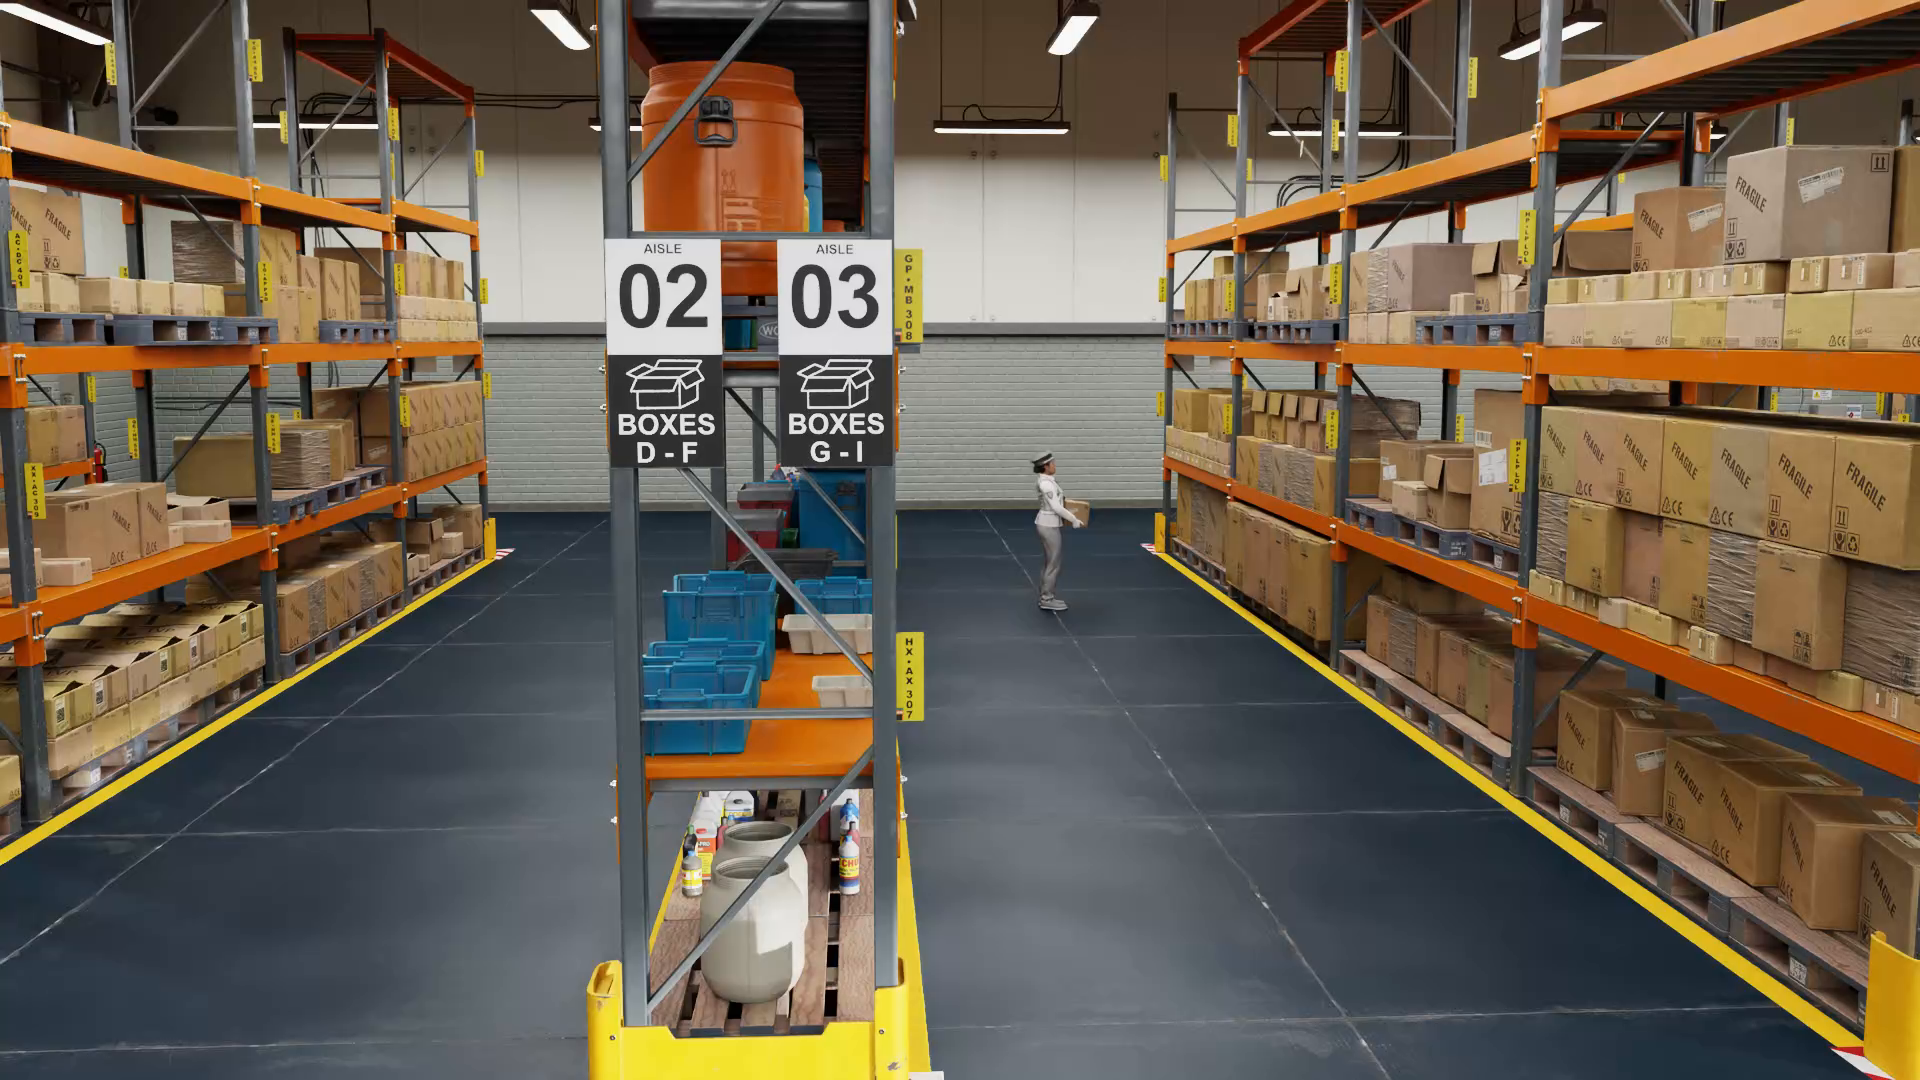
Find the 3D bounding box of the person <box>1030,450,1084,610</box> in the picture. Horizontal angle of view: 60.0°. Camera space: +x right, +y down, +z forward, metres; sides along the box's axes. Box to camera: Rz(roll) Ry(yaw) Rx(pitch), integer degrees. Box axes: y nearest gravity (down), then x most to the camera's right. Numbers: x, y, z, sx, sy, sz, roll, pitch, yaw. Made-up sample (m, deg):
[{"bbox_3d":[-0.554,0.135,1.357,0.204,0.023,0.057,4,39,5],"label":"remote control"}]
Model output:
[{"bbox_3d":[1.018,-0.115,17.592,0.556,1.686,0.459,0,7,-3],"label":"person"}]
